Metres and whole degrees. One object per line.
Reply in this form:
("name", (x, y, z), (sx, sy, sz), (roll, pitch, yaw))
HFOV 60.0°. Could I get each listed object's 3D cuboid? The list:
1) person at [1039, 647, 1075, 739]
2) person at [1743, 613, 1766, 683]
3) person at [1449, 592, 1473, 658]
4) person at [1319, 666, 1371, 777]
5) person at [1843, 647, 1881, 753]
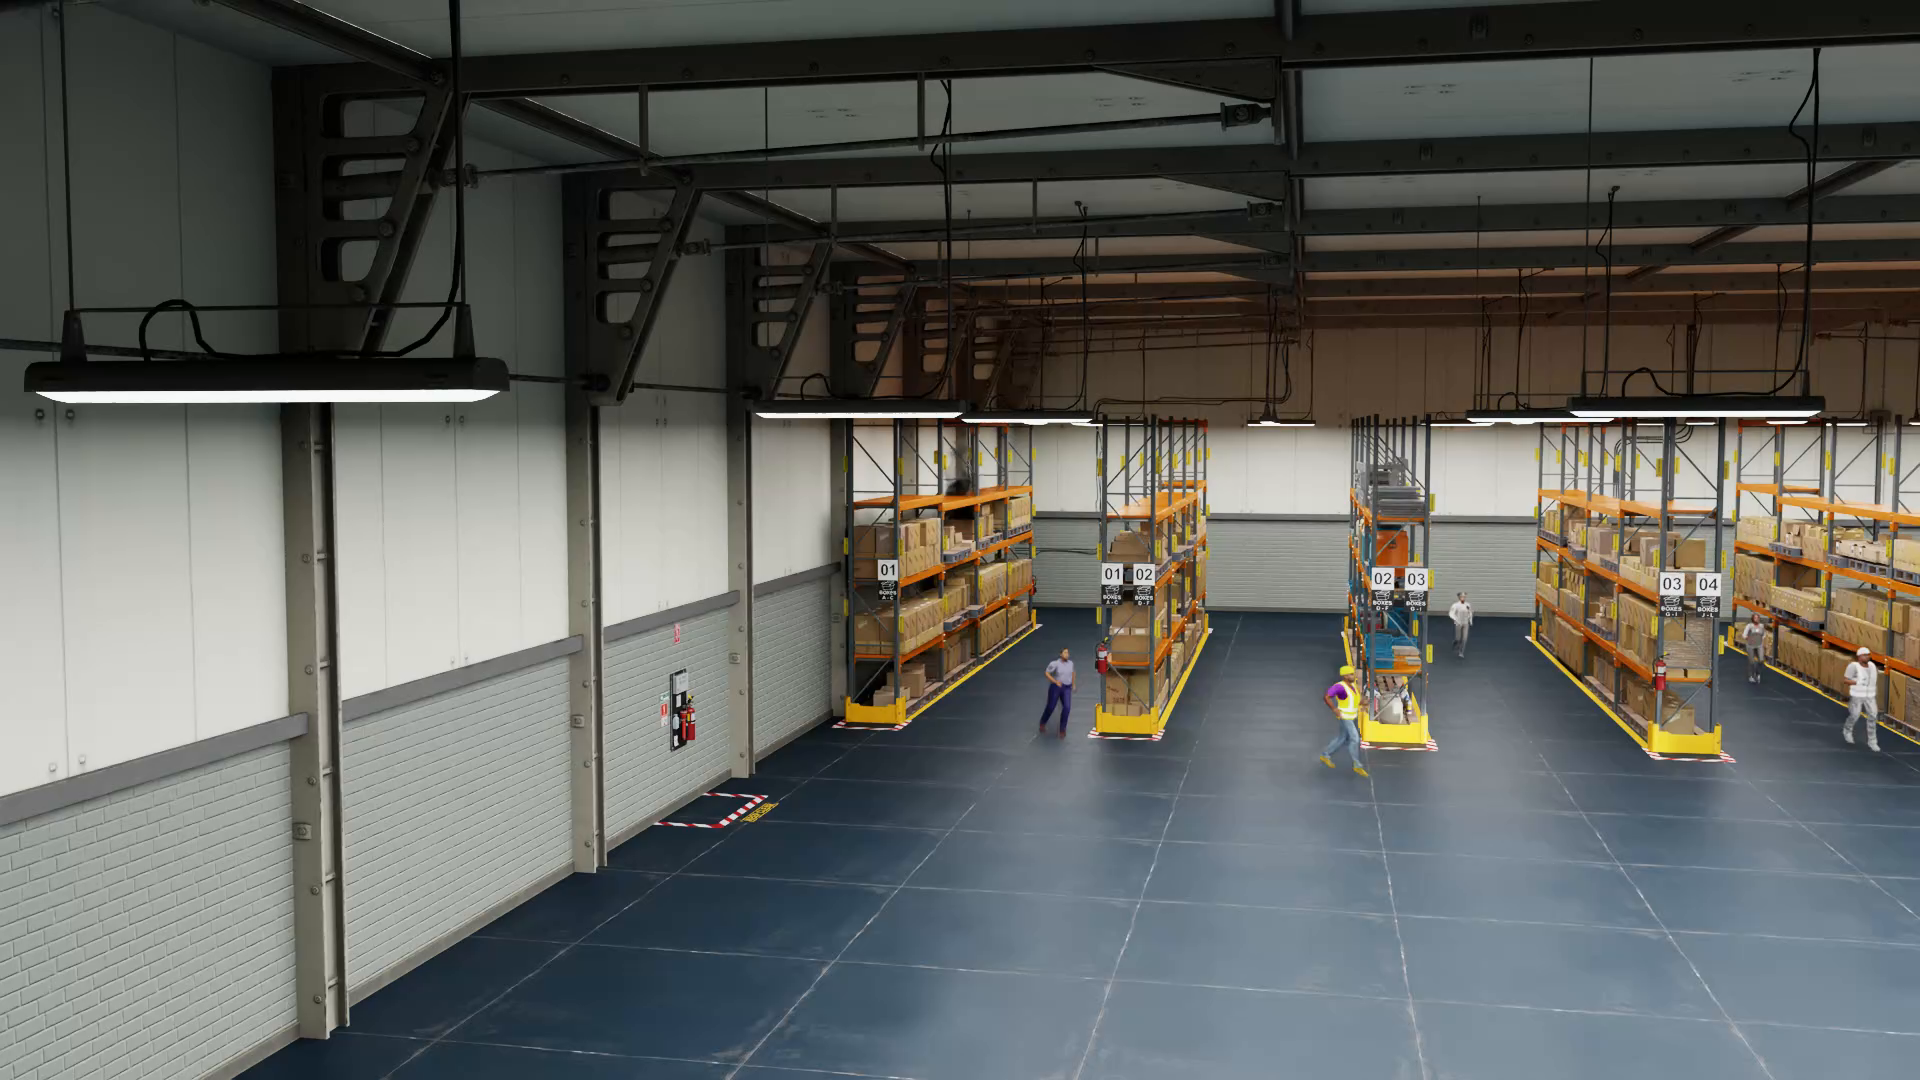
("person", (1.886, 2.844, 31.144), (0.697, 1.670, 0.827), (-1, 4, -16))
("person", (17.914, 2.434, 37.469), (0.530, 1.575, 0.631), (1, 4, 12))
("person", (12.600, 2.113, 41.794), (0.608, 1.654, 0.601), (0, 4, -2))
("person", (6.412, 2.989, 27.641), (0.901, 1.811, 0.686), (2, 4, 30))
("person", (16.154, 2.825, 29.820), (0.669, 1.819, 0.891), (0, 4, 1))
